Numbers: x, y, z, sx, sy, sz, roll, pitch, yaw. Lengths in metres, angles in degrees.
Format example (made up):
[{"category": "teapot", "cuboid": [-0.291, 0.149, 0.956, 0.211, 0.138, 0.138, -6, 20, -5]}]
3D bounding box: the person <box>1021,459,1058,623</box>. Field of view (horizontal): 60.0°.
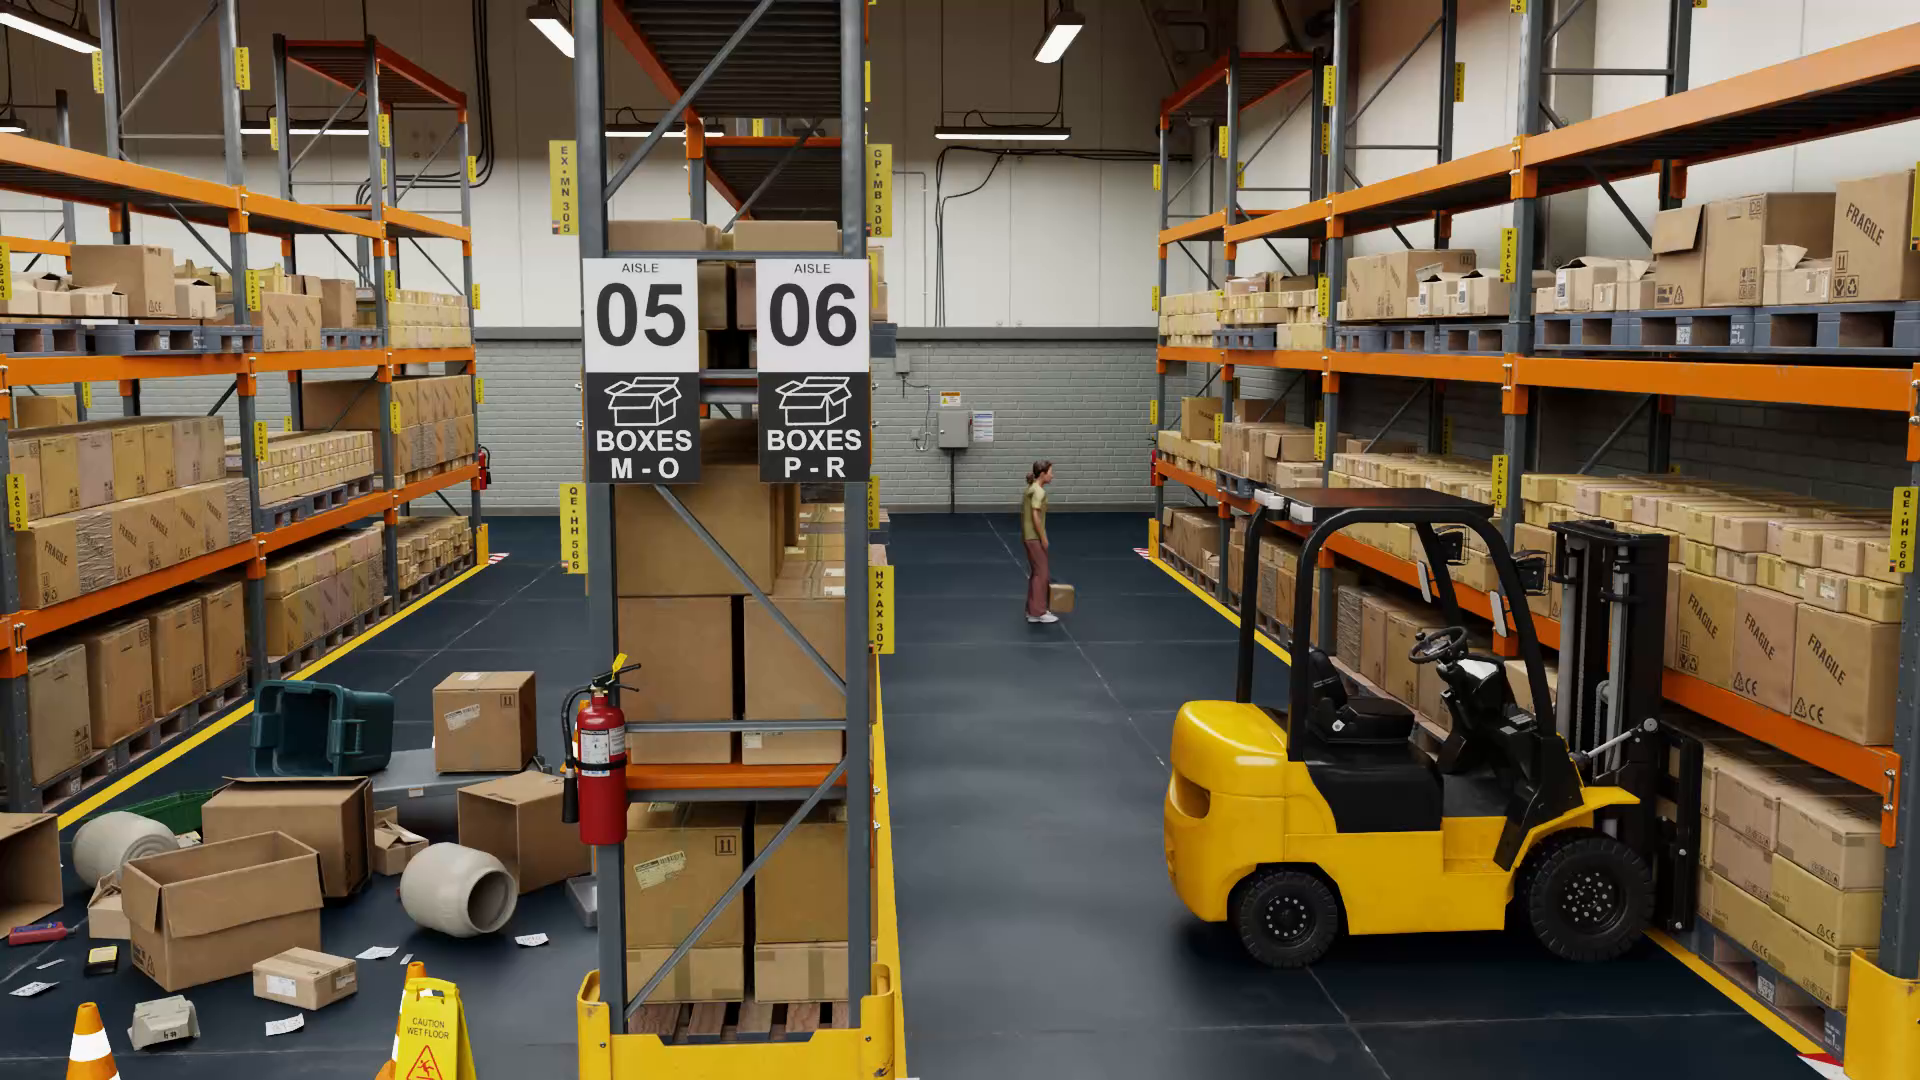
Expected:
[{"category": "person", "cuboid": [0.819, -0.001, 17.256, 0.372, 1.674, 0.489, -1, 7, -6]}]
